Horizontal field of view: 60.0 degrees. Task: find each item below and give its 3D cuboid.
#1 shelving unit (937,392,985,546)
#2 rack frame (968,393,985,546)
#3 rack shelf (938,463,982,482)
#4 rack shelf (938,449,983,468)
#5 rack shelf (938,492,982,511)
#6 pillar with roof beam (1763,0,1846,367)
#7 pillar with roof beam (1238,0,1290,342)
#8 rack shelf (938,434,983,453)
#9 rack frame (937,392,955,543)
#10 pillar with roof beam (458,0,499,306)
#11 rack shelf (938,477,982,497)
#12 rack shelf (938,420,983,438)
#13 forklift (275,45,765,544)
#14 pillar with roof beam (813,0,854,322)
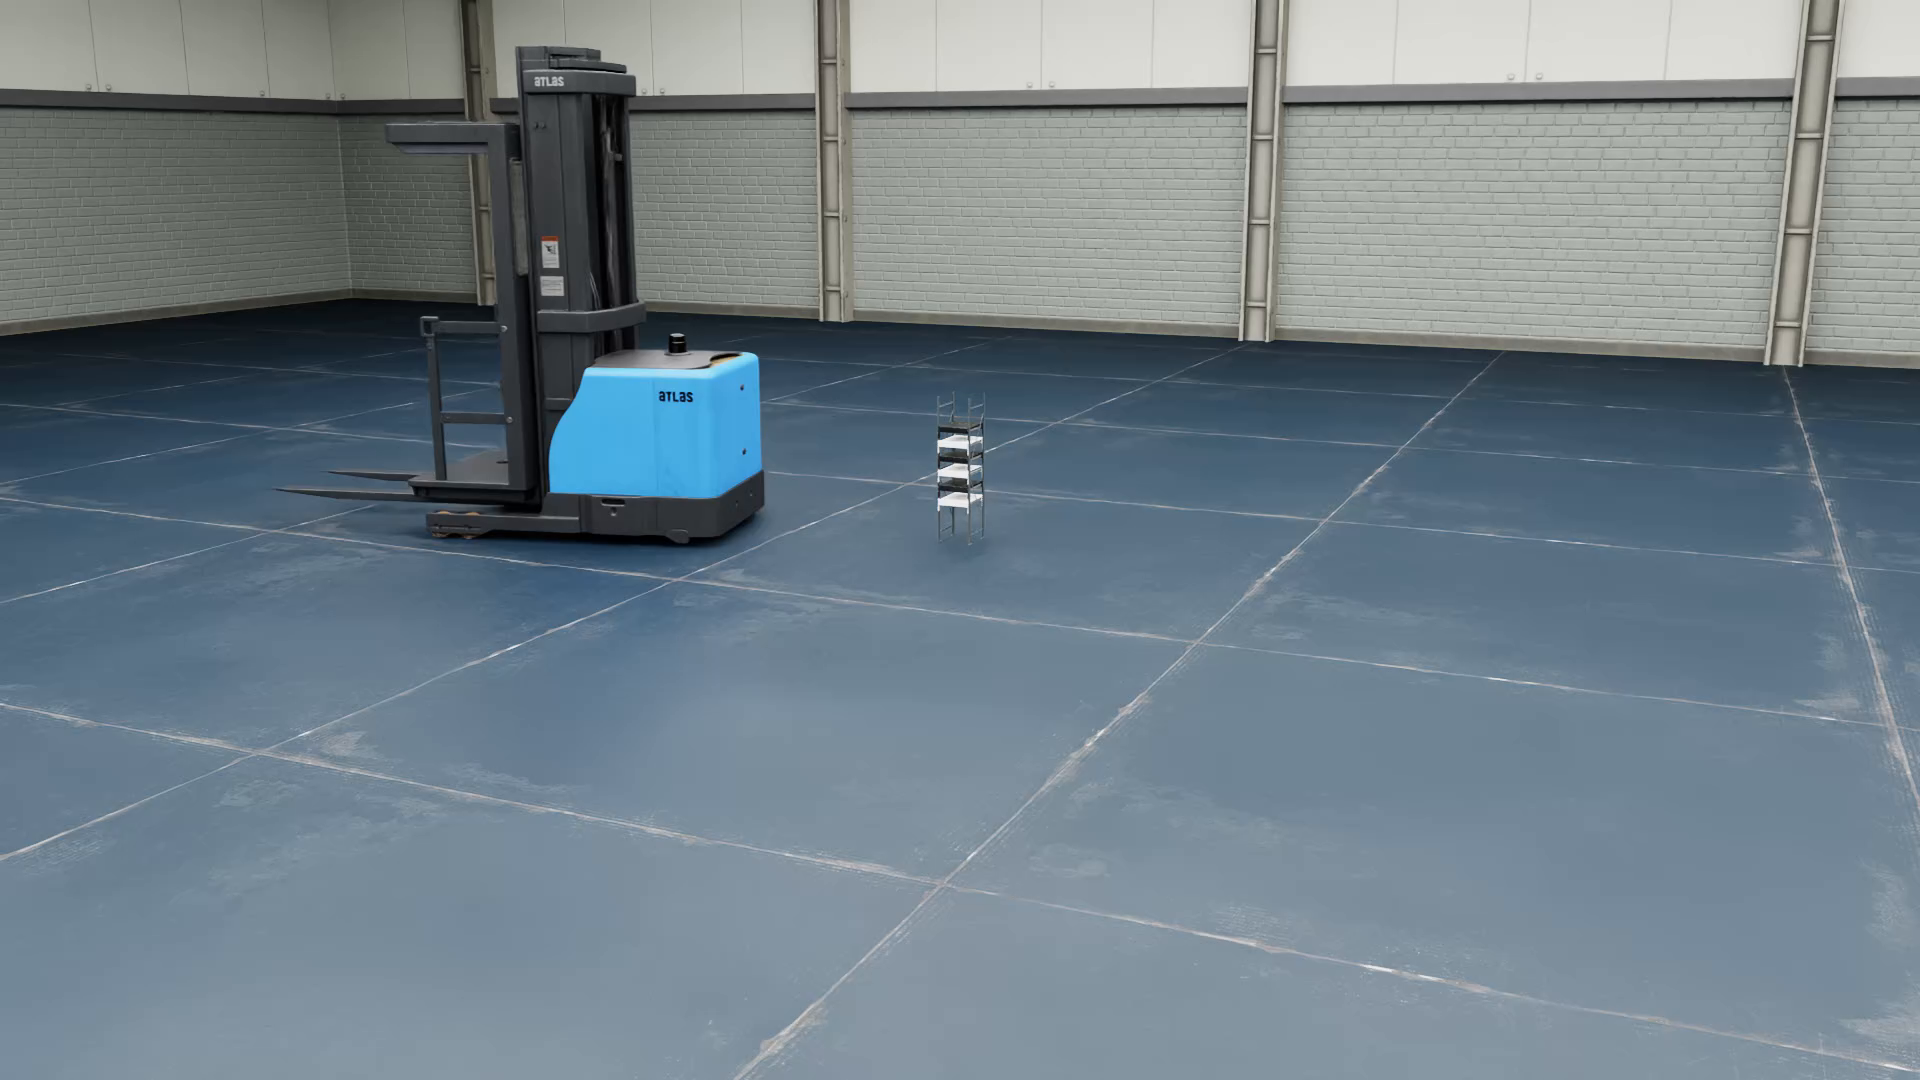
[{"bbox_3d":[0.007,-0.437,10.149,0.210,0.900,0.258,6,14,23],"label":"shelving unit"},{"bbox_3d":[0.100,-0.428,10.109,0.006,0.900,0.240,6,14,23],"label":"rack frame"},{"bbox_3d":[0.007,-0.405,10.156,0.200,0.077,0.258,6,14,23],"label":"rack shelf"},{"bbox_3d":[0.007,-0.493,10.136,0.200,0.077,0.258,6,14,23],"label":"rack shelf"},{"bbox_3d":[0.007,-0.230,10.198,0.200,0.077,0.258,6,14,23],"label":"rack shelf"},{"bbox_3d":[7.496,-5.457,13.811,0.400,9.000,9.100,6,14,23],"label":"pillar with roof beam"},{"bbox_3d":[2.010,-6.012,16.177,0.400,9.000,9.100,6,14,23],"label":"pillar with roof beam"},{"bbox_3d":[0.007,-0.580,10.115,0.200,0.077,0.258,6,14,23],"label":"rack shelf"},{"bbox_3d":[-0.086,-0.447,10.189,0.006,0.900,0.240,6,14,23],"label":"rack frame"},{"bbox_3d":[-8.962,-7.122,20.908,0.400,9.000,9.100,6,14,23],"label":"pillar with roof beam"},{"bbox_3d":[0.007,-0.317,10.177,0.200,0.077,0.258,6,14,23],"label":"rack shelf"},{"bbox_3d":[0.007,-0.668,10.095,0.200,0.077,0.258,6,14,23],"label":"rack shelf"},{"bbox_3d":[-2.848,-1.548,10.437,3.031,2.935,1.130,2,13,10],"label":"forklift"},{"bbox_3d":[-3.476,-6.567,18.542,0.400,9.000,9.100,6,14,23],"label":"pillar with roof beam"}]
